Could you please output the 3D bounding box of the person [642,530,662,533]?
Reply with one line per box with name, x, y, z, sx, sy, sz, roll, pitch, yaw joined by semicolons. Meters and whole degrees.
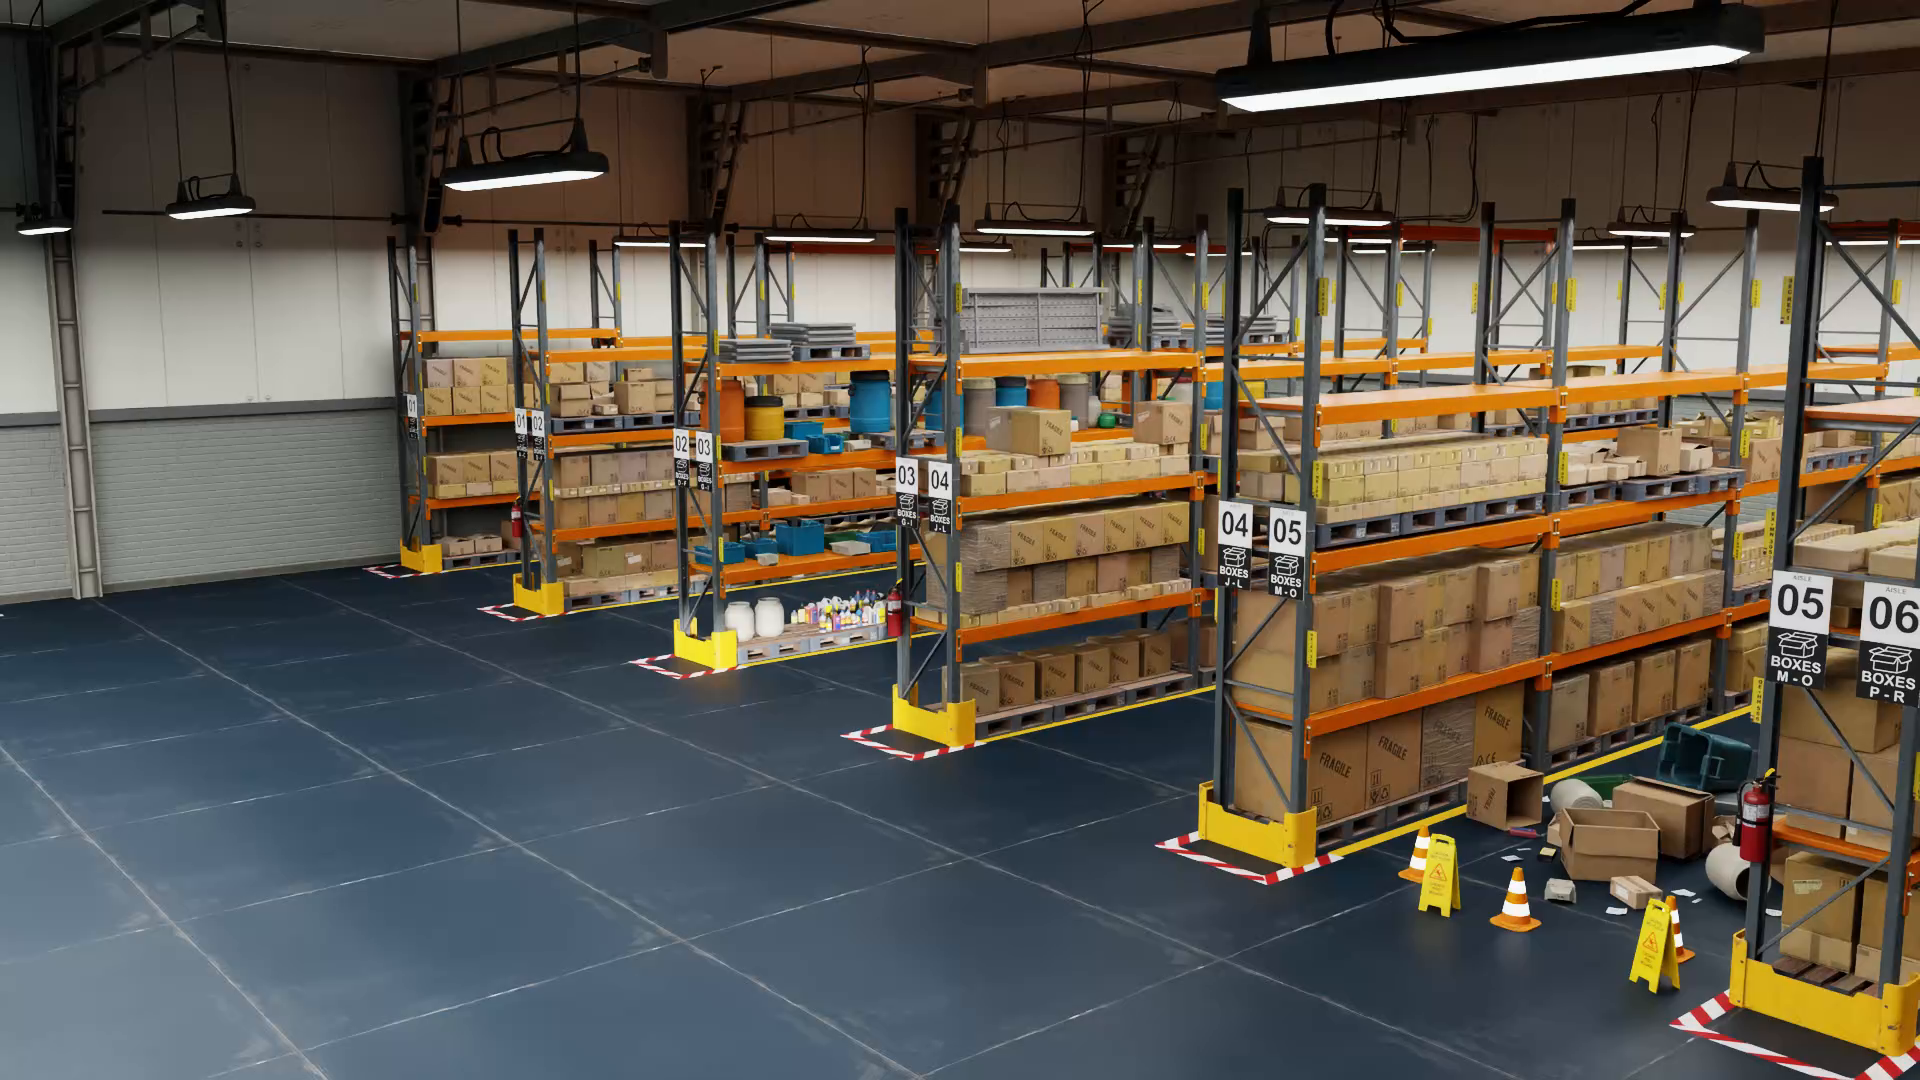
person;-5.622;-0.264;30.152;0.561;1.717;0.468;-1;9;-4
